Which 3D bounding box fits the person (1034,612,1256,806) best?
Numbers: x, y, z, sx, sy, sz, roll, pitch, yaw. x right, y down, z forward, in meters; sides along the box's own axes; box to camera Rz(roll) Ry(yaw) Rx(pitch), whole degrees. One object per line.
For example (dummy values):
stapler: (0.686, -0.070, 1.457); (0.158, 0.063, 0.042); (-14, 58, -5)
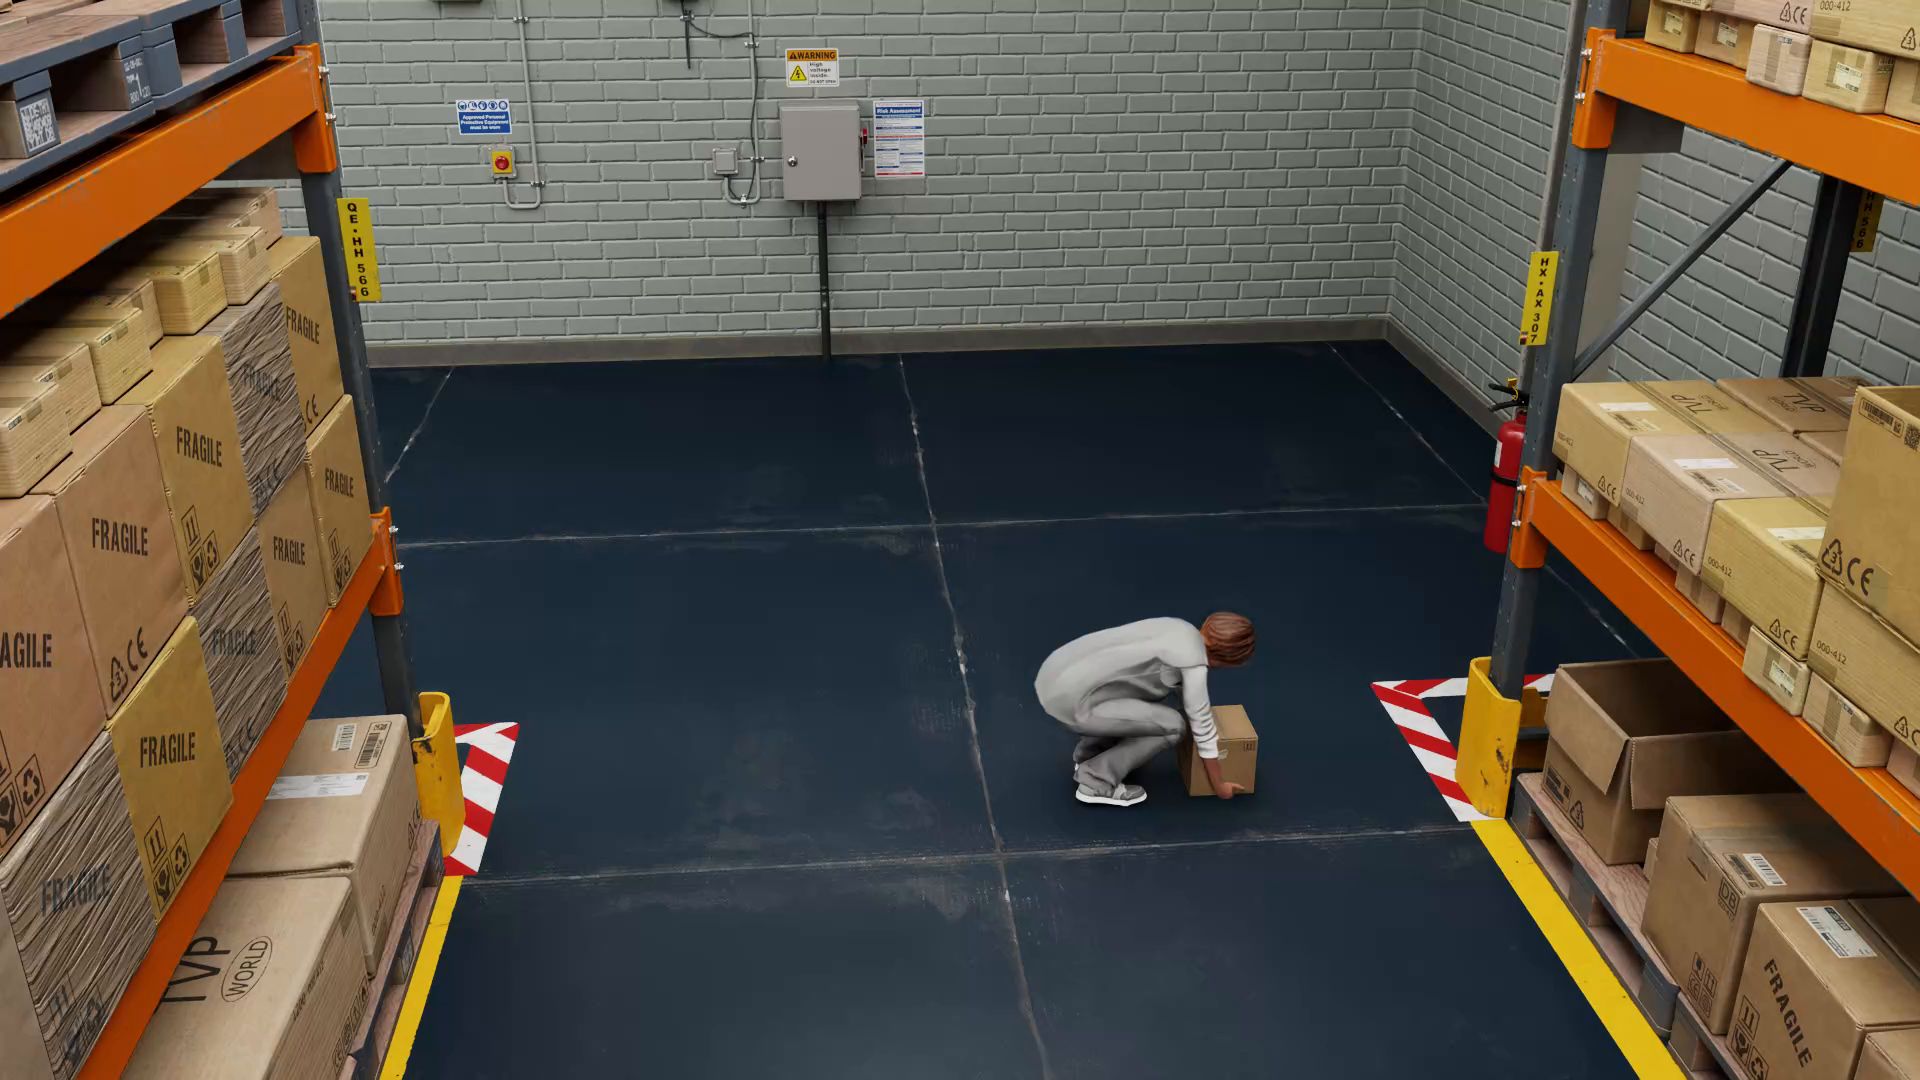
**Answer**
person: (0.702, 0.641, 6.326); (0.852, 0.718, 0.423); (-3, 24, -6)
